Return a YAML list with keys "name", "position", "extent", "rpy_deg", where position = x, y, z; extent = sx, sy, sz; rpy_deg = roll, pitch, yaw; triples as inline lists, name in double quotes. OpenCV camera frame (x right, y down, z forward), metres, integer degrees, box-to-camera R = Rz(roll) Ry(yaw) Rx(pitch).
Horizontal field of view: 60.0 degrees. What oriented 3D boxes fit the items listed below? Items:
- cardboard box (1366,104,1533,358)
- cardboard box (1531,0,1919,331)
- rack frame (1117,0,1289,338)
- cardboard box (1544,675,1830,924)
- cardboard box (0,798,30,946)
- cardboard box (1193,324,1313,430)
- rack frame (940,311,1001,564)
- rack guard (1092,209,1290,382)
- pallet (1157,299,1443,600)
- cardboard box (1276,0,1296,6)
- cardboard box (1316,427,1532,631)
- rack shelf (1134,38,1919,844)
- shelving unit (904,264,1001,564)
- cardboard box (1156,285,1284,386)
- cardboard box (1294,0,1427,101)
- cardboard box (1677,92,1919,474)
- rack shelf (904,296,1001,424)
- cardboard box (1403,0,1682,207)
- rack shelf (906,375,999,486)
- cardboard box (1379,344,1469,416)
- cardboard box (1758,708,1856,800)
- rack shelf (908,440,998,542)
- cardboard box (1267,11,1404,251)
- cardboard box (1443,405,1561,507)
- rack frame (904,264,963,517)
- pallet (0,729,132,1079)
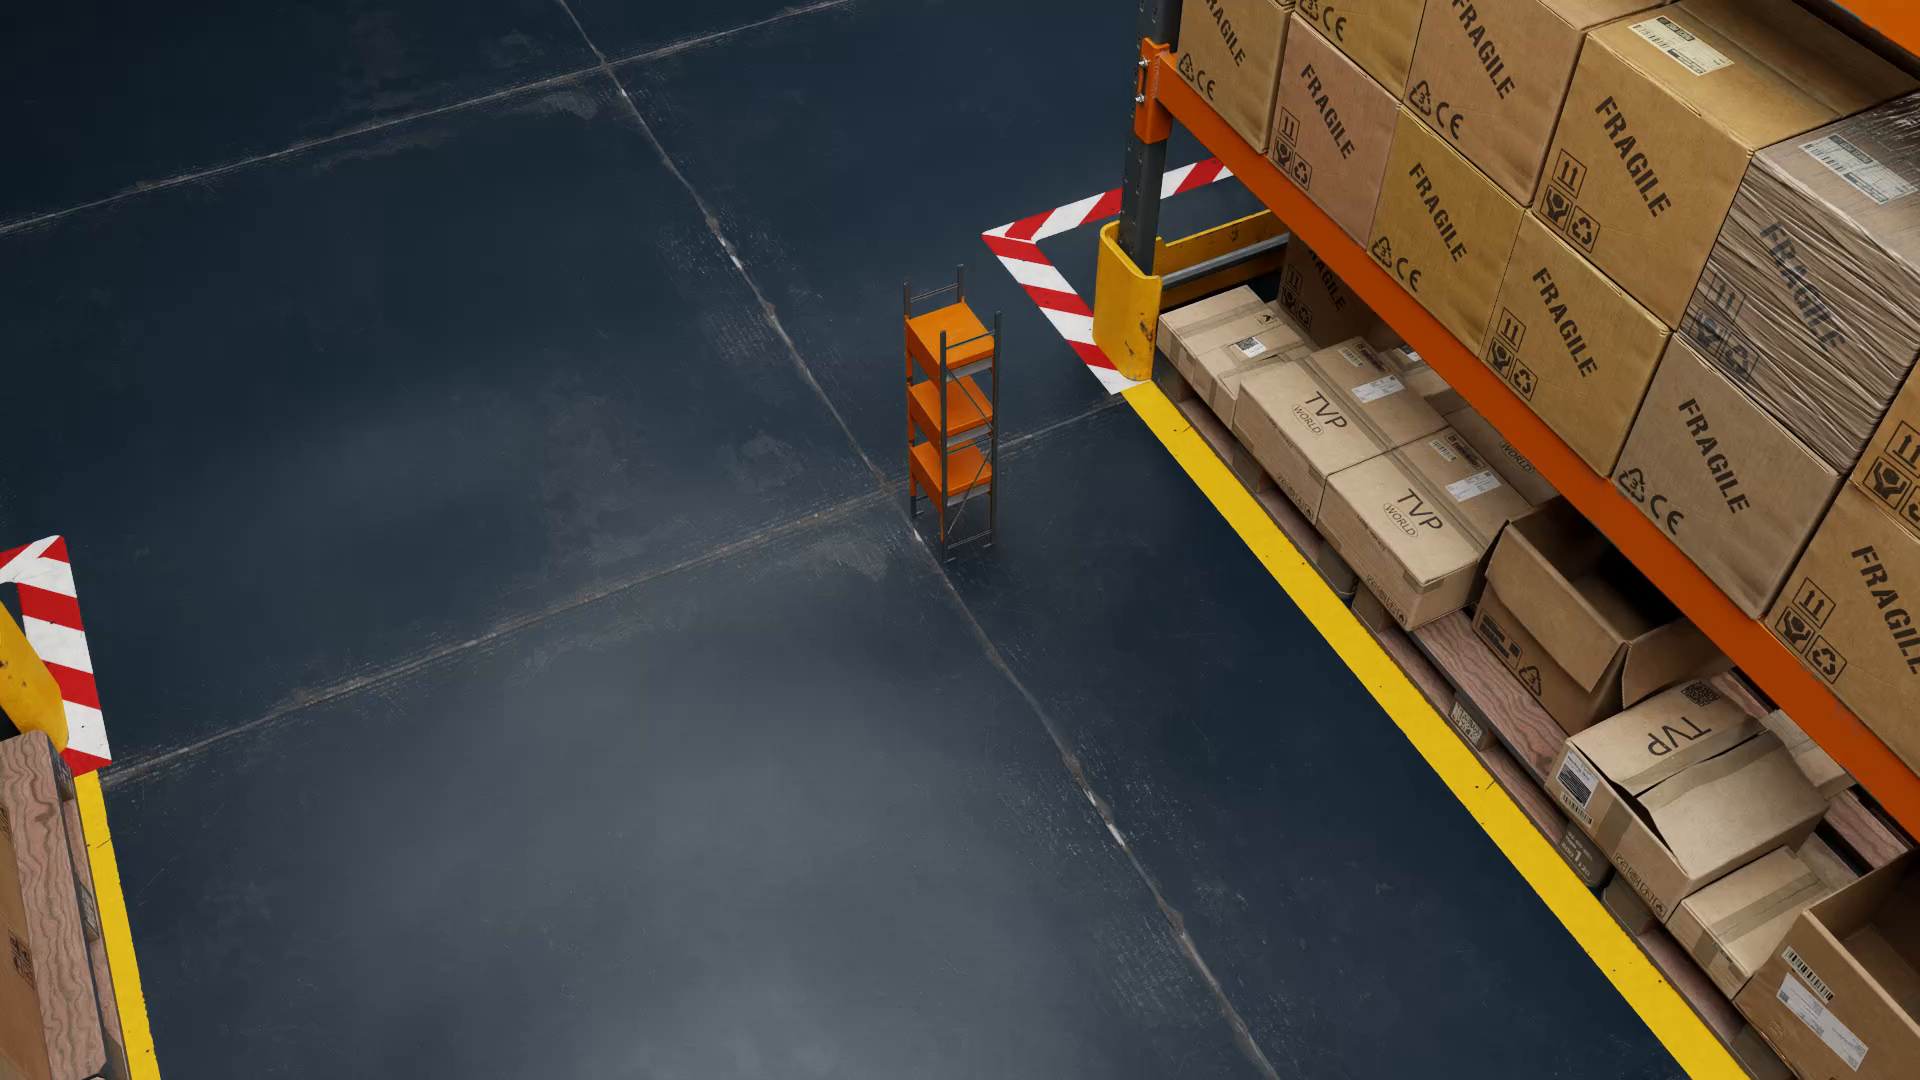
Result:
- name: "cardboard box"
  position: [1.488, -0.899, 4.477]
  extent: [0.500, 0.500, 0.500]
  rpy_deg: [-21, 52, -18]
- name: "cardboard box"
  position: [1.724, -0.885, 3.801]
  extent: [0.500, 0.500, 0.500]
  rpy_deg: [-22, 52, -18]
- name: "rack frame"
  position: [1.052, -1.935, 5.449]
  extent: [1.000, 3.000, 0.127]
  rpy_deg: [-21, 52, -18]
- name: "cardboard box"
  position: [2.026, 0.697, 4.641]
  extent: [0.500, 0.311, 0.500]
  rpy_deg: [-21, 52, -18]
- name: "cardboard box"
  position: [-2.942, 0.893, 4.358]
  extent: [0.700, 0.500, 0.500]
  rpy_deg: [-21, 52, -18]
- name: "cardboard box"
  position: [1.052, -0.581, 5.855]
  extent: [0.380, 0.166, 0.250]
  rpy_deg: [-21, 52, -18]
- name: "rack frame"
  position: [0.031, -0.300, 5.315]
  extent: [0.200, 1.050, 0.008]
  rpy_deg: [-21, 52, -18]
- name: "rack guard"
  position: [1.087, -1.061, 6.346]
  extent: [1.175, 0.500, 0.348]
  rpy_deg: [-21, 52, -18]
- name: "pallet"
  position: [1.452, -0.432, 5.988]
  extent: [1.003, 0.211, 1.213]
  rpy_deg: [-21, 52, -18]
- name: "cardboard box"
  position: [1.021, -1.909, 4.696]
  extent: [0.500, 0.500, 0.500]
  rpy_deg: [-20, 52, -16]
- name: "cardboard box"
  position: [1.506, -0.043, 5.329]
  extent: [0.500, 0.250, 0.500]
  rpy_deg: [-21, 52, -18]
- name: "rack shelf"
  position: [1.967, -0.359, 4.549]
  extent: [1.077, 0.370, 4.000]
  rpy_deg: [-21, 52, -18]
- name: "shelving unit"
  position: [-0.024, -0.381, 5.386]
  extent: [0.215, 1.050, 0.252]
  rpy_deg: [-21, 52, -18]
- name: "cardboard box"
  position: [0.938, -0.742, 6.008]
  extent: [0.380, 0.149, 0.250]
  rpy_deg: [-21, 52, -18]
- name: "cardboard box"
  position: [1.267, -1.562, 4.392]
  extent: [0.500, 0.500, 0.500]
  rpy_deg: [-21, 52, -17]
- name: "cardboard box"
  position: [1.953, -0.548, 3.506]
  extent: [0.500, 0.500, 0.500]
  rpy_deg: [-21, 52, -17]
- name: "rack shelf"
  position: [-0.024, -0.561, 5.181]
  extent: [0.215, 0.259, 0.240]
  rpy_deg: [-21, 52, -18]
- name: "cardboard box"
  position: [1.491, -1.225, 4.098]
  extent: [0.500, 0.500, 0.500]
  rpy_deg: [-21, 52, -17]
- name: "rack shelf"
  position: [-0.024, -0.374, 5.394]
  extent: [0.215, 0.259, 0.240]
  rpy_deg: [-21, 52, -18]
- name: "cardboard box"
  position: [1.625, -0.565, 5.842]
  extent: [0.380, 0.166, 0.250]
  rpy_deg: [-21, 52, -18]
- name: "cardboard box"
  position: [2.478, 0.600, 4.823]
  extent: [0.380, 0.166, 0.250]
  rpy_deg: [-21, 52, -18]
- name: "rack shelf"
  position: [-0.024, -0.192, 5.603]
  extent: [0.215, 0.259, 0.240]
  rpy_deg: [-21, 52, -18]
- name: "cardboard box"
  position: [1.261, -1.236, 4.772]
  extent: [0.500, 0.500, 0.500]
  rpy_deg: [-22, 52, -18]
- name: "cardboard box"
  position: [1.928, -0.249, 5.509]
  extent: [0.500, 0.250, 0.500]
  rpy_deg: [-21, 52, -18]
- name: "rack frame"
  position: [-0.080, -0.463, 5.458]
  extent: [0.200, 1.050, 0.008]
  rpy_deg: [-21, 52, -18]
- name: "pallet"
  position: [-2.915, 1.200, 4.560]
  extent: [1.003, 0.211, 1.213]
  rpy_deg: [-21, 52, -18]
